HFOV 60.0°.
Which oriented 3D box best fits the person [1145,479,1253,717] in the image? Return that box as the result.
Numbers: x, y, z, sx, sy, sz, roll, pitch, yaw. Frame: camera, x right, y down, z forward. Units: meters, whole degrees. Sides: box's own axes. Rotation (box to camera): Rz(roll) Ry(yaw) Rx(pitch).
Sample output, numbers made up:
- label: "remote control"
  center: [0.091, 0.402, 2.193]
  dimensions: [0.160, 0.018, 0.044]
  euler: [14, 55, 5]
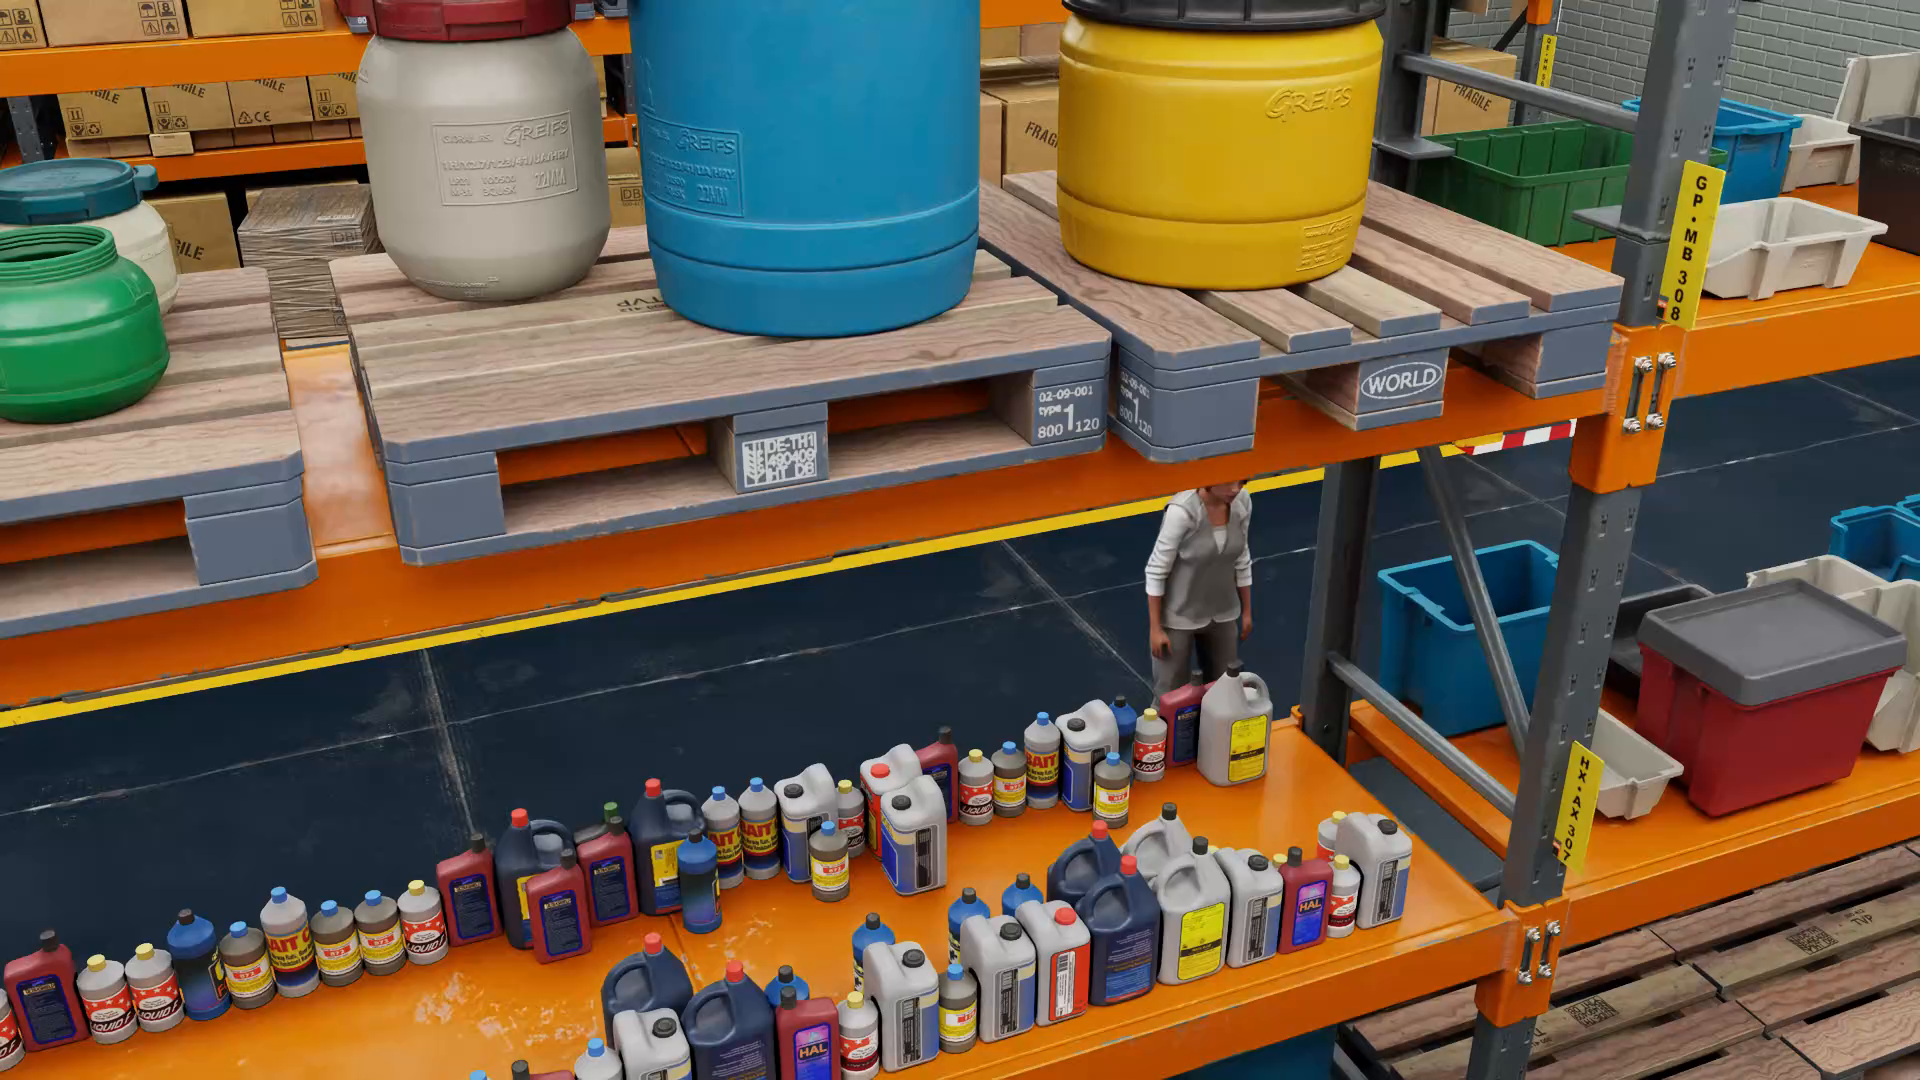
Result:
- label: "person"
  center: [0.927, 0.321, 6.476]
  dimensions: [0.473, 1.593, 0.349]
  euler: [-11, 28, -22]
